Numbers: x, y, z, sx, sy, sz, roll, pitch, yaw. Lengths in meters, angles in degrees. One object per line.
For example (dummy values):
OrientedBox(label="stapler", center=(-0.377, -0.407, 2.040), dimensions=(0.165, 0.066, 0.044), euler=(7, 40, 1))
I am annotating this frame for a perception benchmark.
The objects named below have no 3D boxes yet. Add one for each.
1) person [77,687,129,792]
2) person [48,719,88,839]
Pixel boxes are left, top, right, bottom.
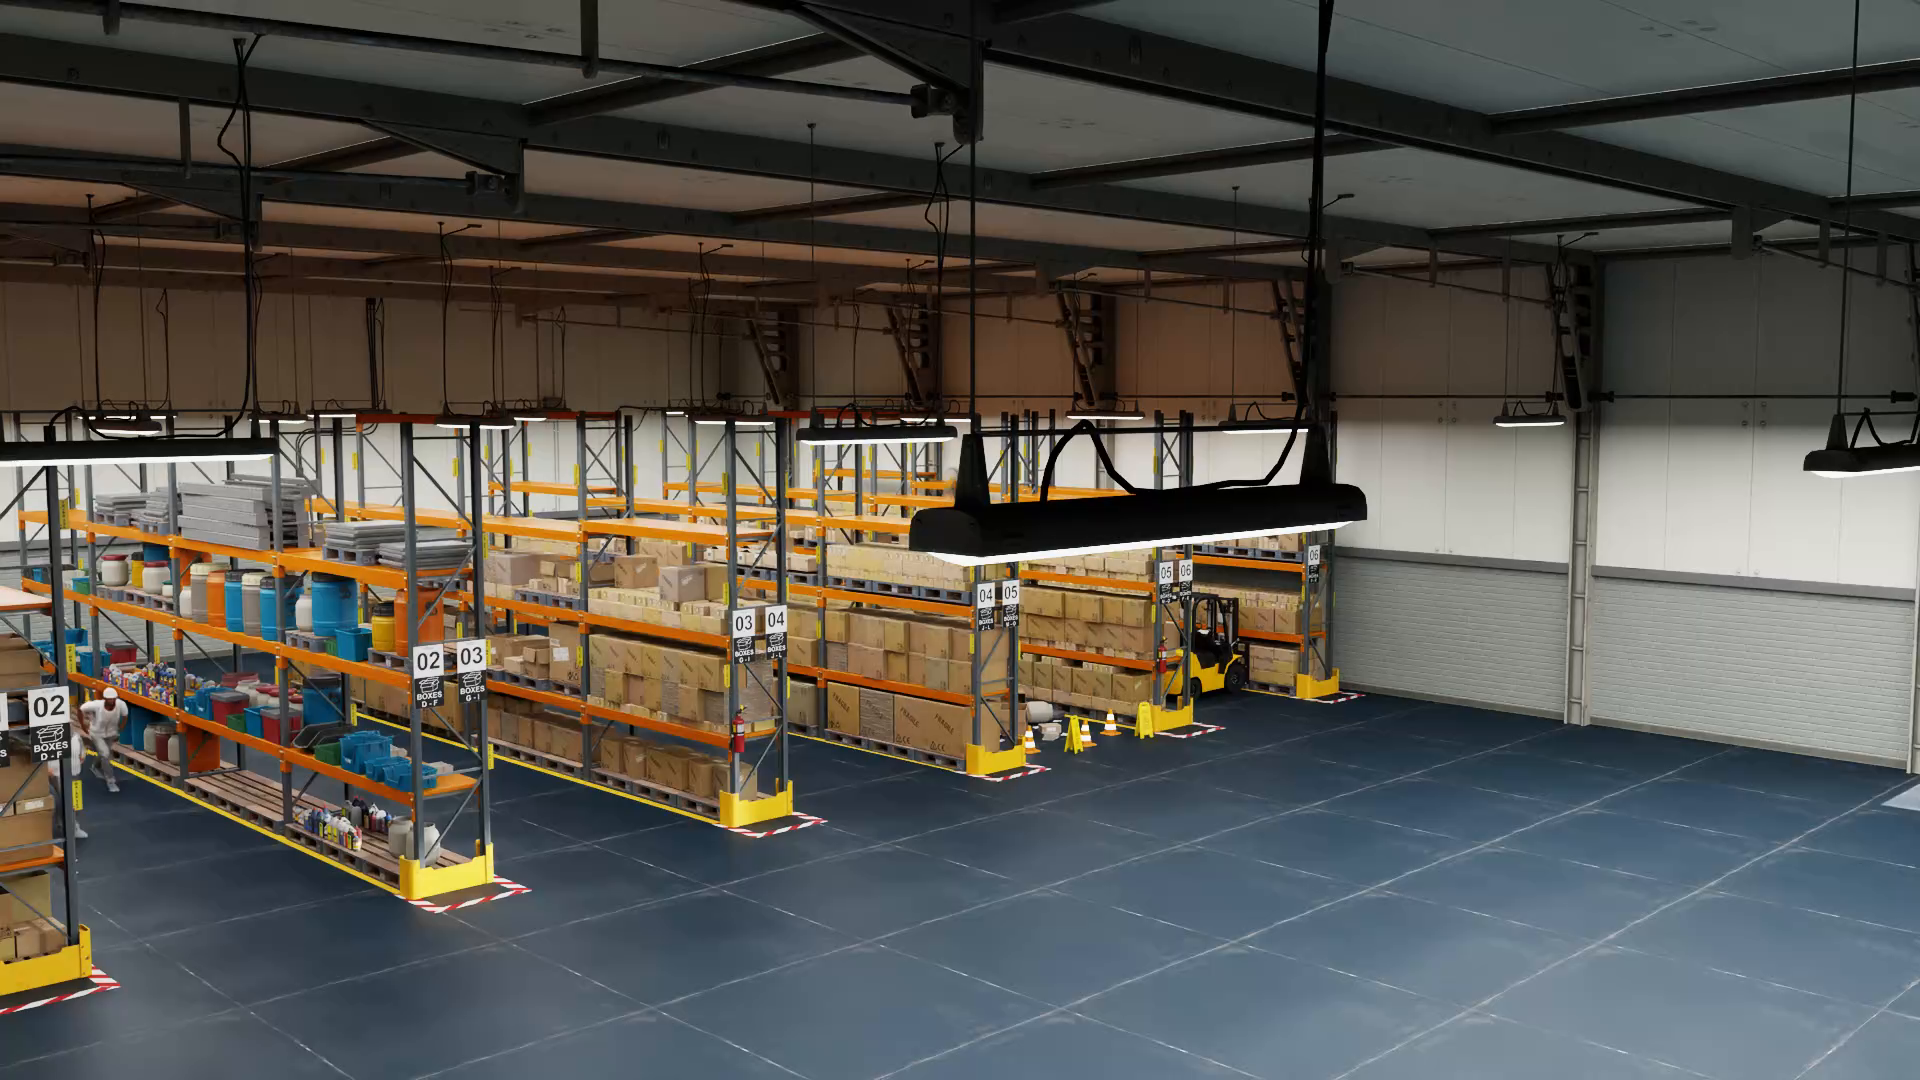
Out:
OrientedBox(label="person", center=(-13.838, 3.189, 26.831), dimensions=(1.060, 1.715, 0.746), euler=(5, 7, 44))
OrientedBox(label="person", center=(-12.886, 3.366, 23.897), dimensions=(0.869, 1.773, 0.668), euler=(3, 6, 31))
